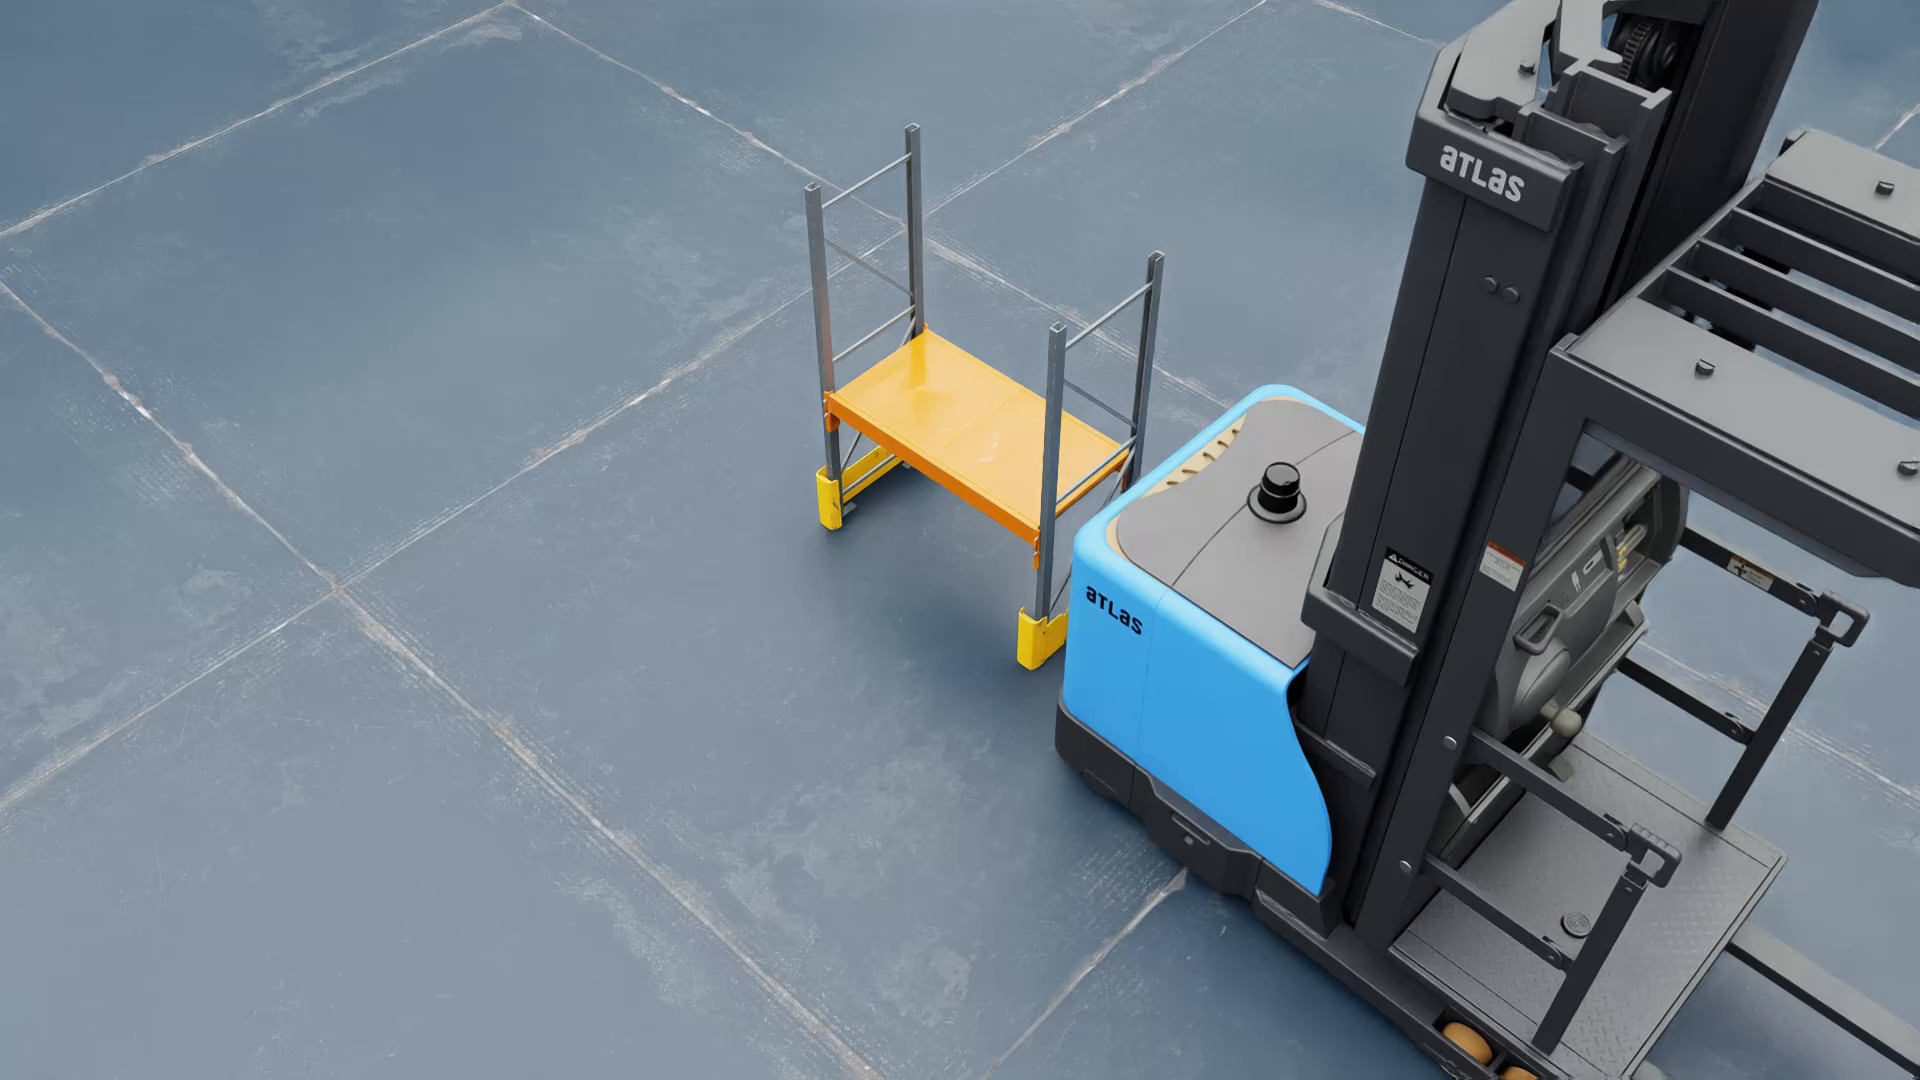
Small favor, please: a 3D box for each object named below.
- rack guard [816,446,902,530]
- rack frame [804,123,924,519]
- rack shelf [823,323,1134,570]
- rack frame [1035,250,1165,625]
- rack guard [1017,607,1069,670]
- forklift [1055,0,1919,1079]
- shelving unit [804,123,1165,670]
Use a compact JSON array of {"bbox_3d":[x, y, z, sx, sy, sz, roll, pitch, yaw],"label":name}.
[{"bbox_3d":[-0.310,-0.294,6.355,0.087,0.250,0.587,34,55,28],"label":"rack guard"},{"bbox_3d":[-0.311,-0.723,5.900,0.032,1.500,0.500,34,55,28],"label":"rack frame"},{"bbox_3d":[0.063,-0.348,5.795,1.000,0.185,0.538,34,55,28],"label":"rack shelf"},{"bbox_3d":[0.436,-0.220,5.428,0.032,1.500,0.500,34,55,28],"label":"rack frame"},{"bbox_3d":[0.422,0.198,5.892,0.087,0.250,0.587,34,55,28],"label":"rack guard"},{"bbox_3d":[1.723,0.212,4.041,3.031,2.935,1.130,35,56,28],"label":"forklift"},{"bbox_3d":[0.056,-0.476,5.668,1.083,1.500,0.587,34,55,28],"label":"shelving unit"}]
